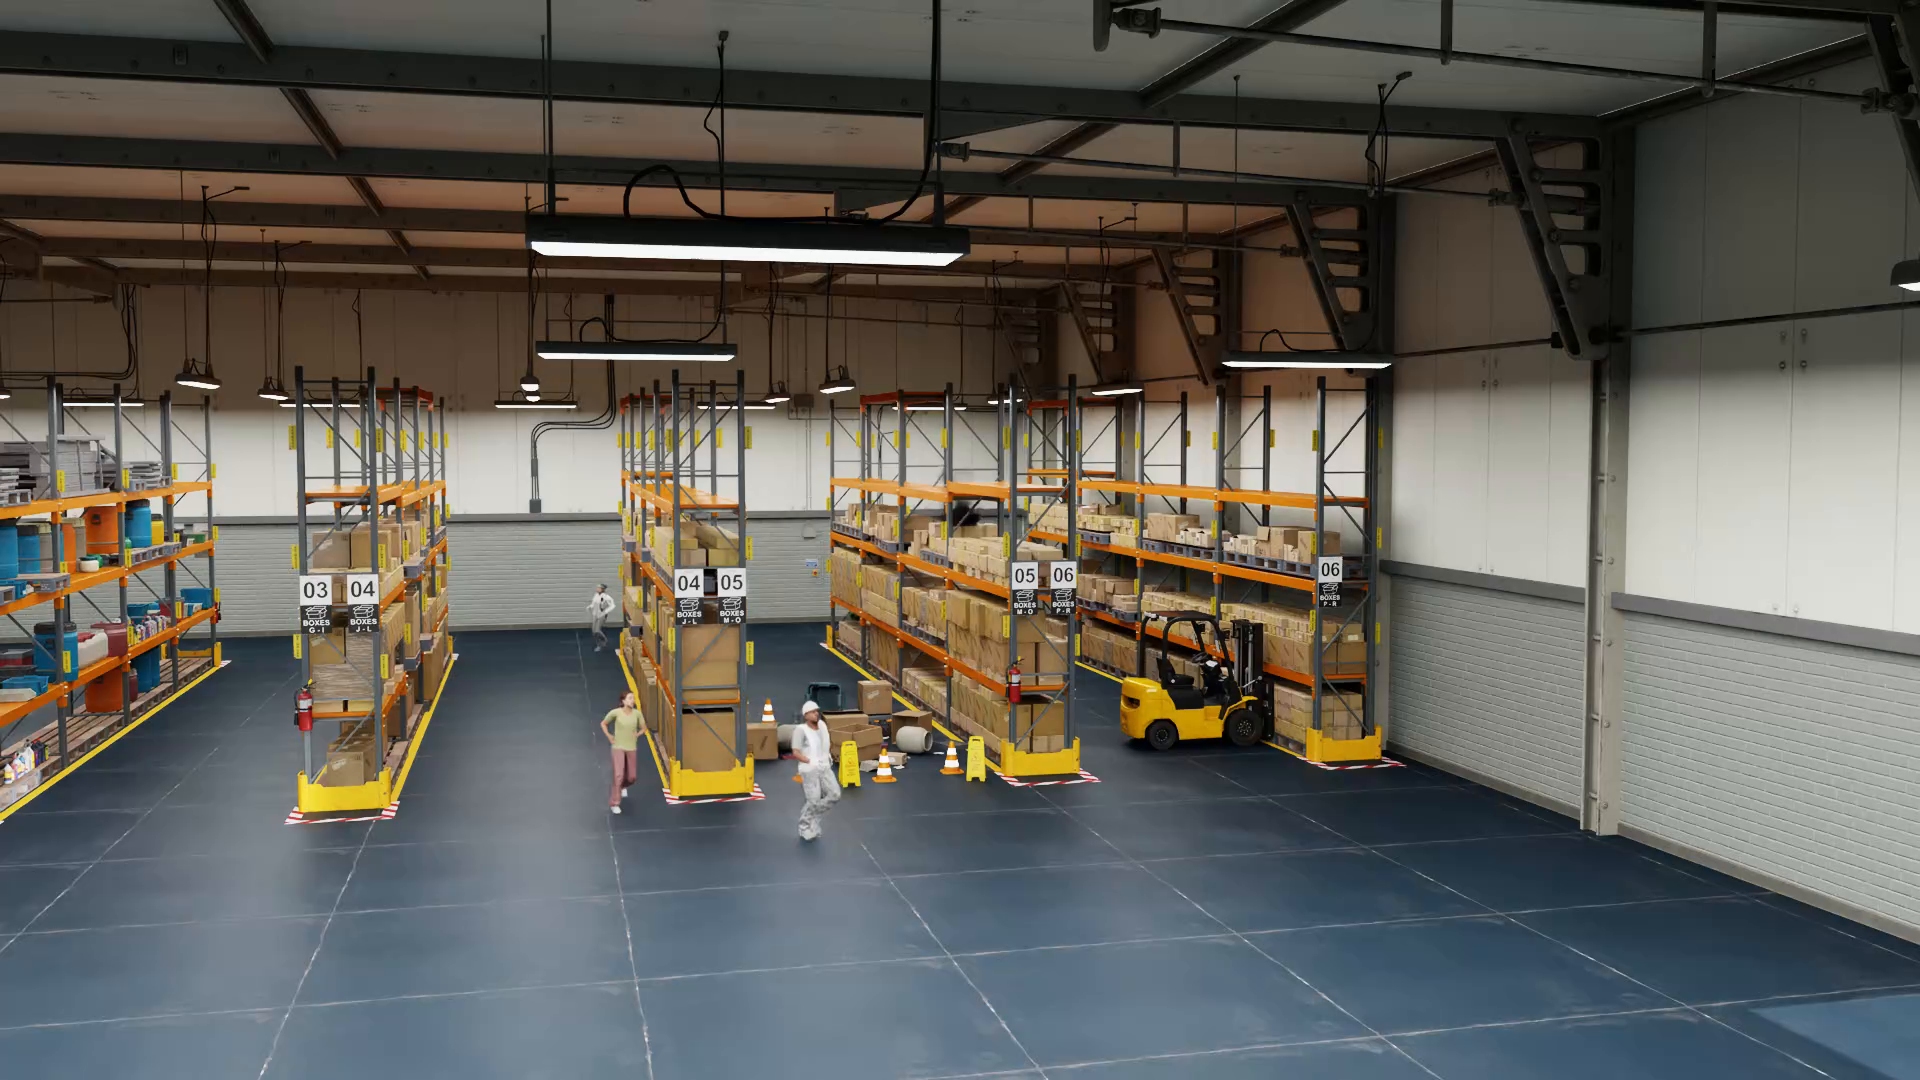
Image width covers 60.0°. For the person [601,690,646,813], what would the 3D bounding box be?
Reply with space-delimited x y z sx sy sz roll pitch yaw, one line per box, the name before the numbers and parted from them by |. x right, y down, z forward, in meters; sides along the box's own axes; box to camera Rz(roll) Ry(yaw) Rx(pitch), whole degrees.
person | -4.567 2.866 22.733 0.609 1.617 0.710 -2 4 -29

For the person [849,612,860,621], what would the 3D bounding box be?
person | -2.518 1.624 41.739 0.672 1.721 0.689 1 4 19

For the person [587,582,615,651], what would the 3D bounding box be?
person | -8.578 1.824 39.507 0.632 1.651 0.545 2 4 33

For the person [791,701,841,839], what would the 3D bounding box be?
person | -1.788 2.882 20.841 0.575 1.737 0.695 3 4 40
